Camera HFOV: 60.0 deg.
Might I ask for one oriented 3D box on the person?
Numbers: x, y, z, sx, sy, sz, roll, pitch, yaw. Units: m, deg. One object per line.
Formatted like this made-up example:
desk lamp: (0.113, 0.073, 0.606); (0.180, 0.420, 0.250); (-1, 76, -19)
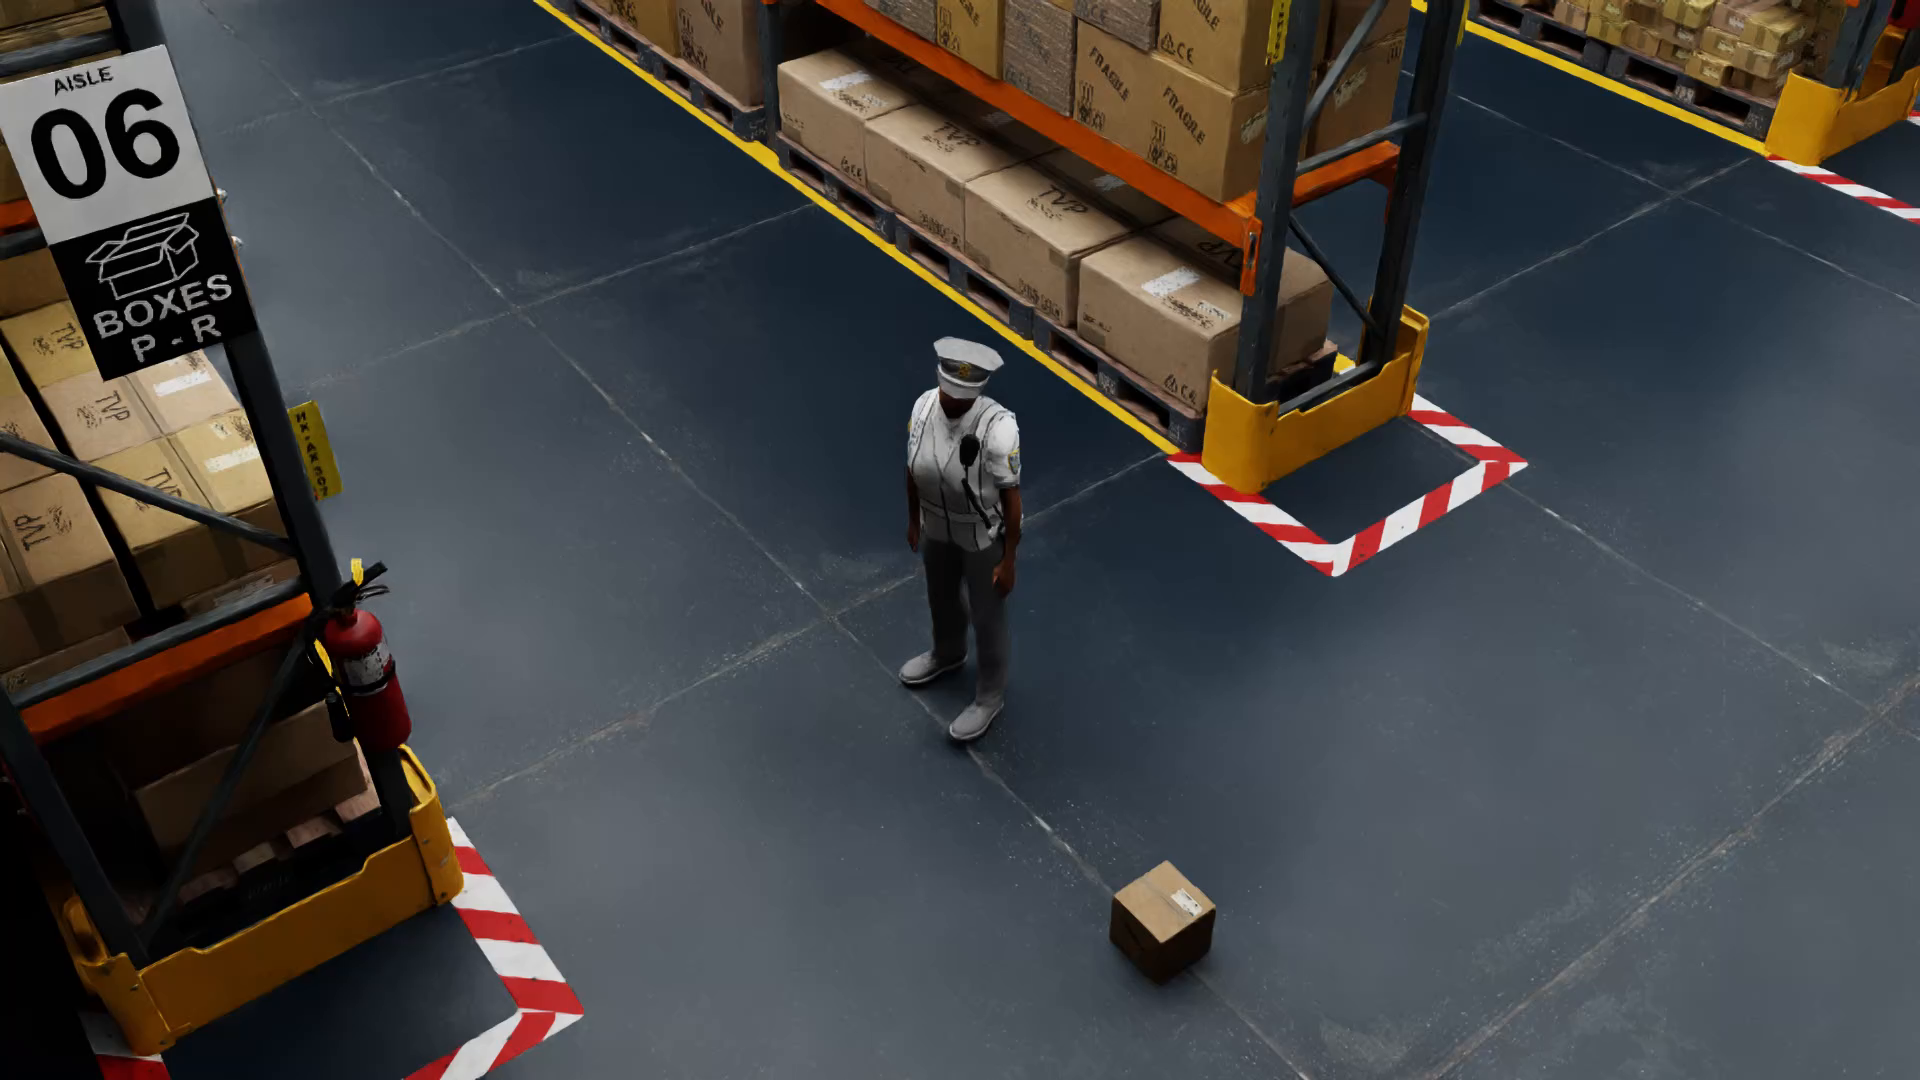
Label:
person: (-0.018, 0.000, 6.116); (0.535, 1.673, 0.437); (23, 46, 25)
